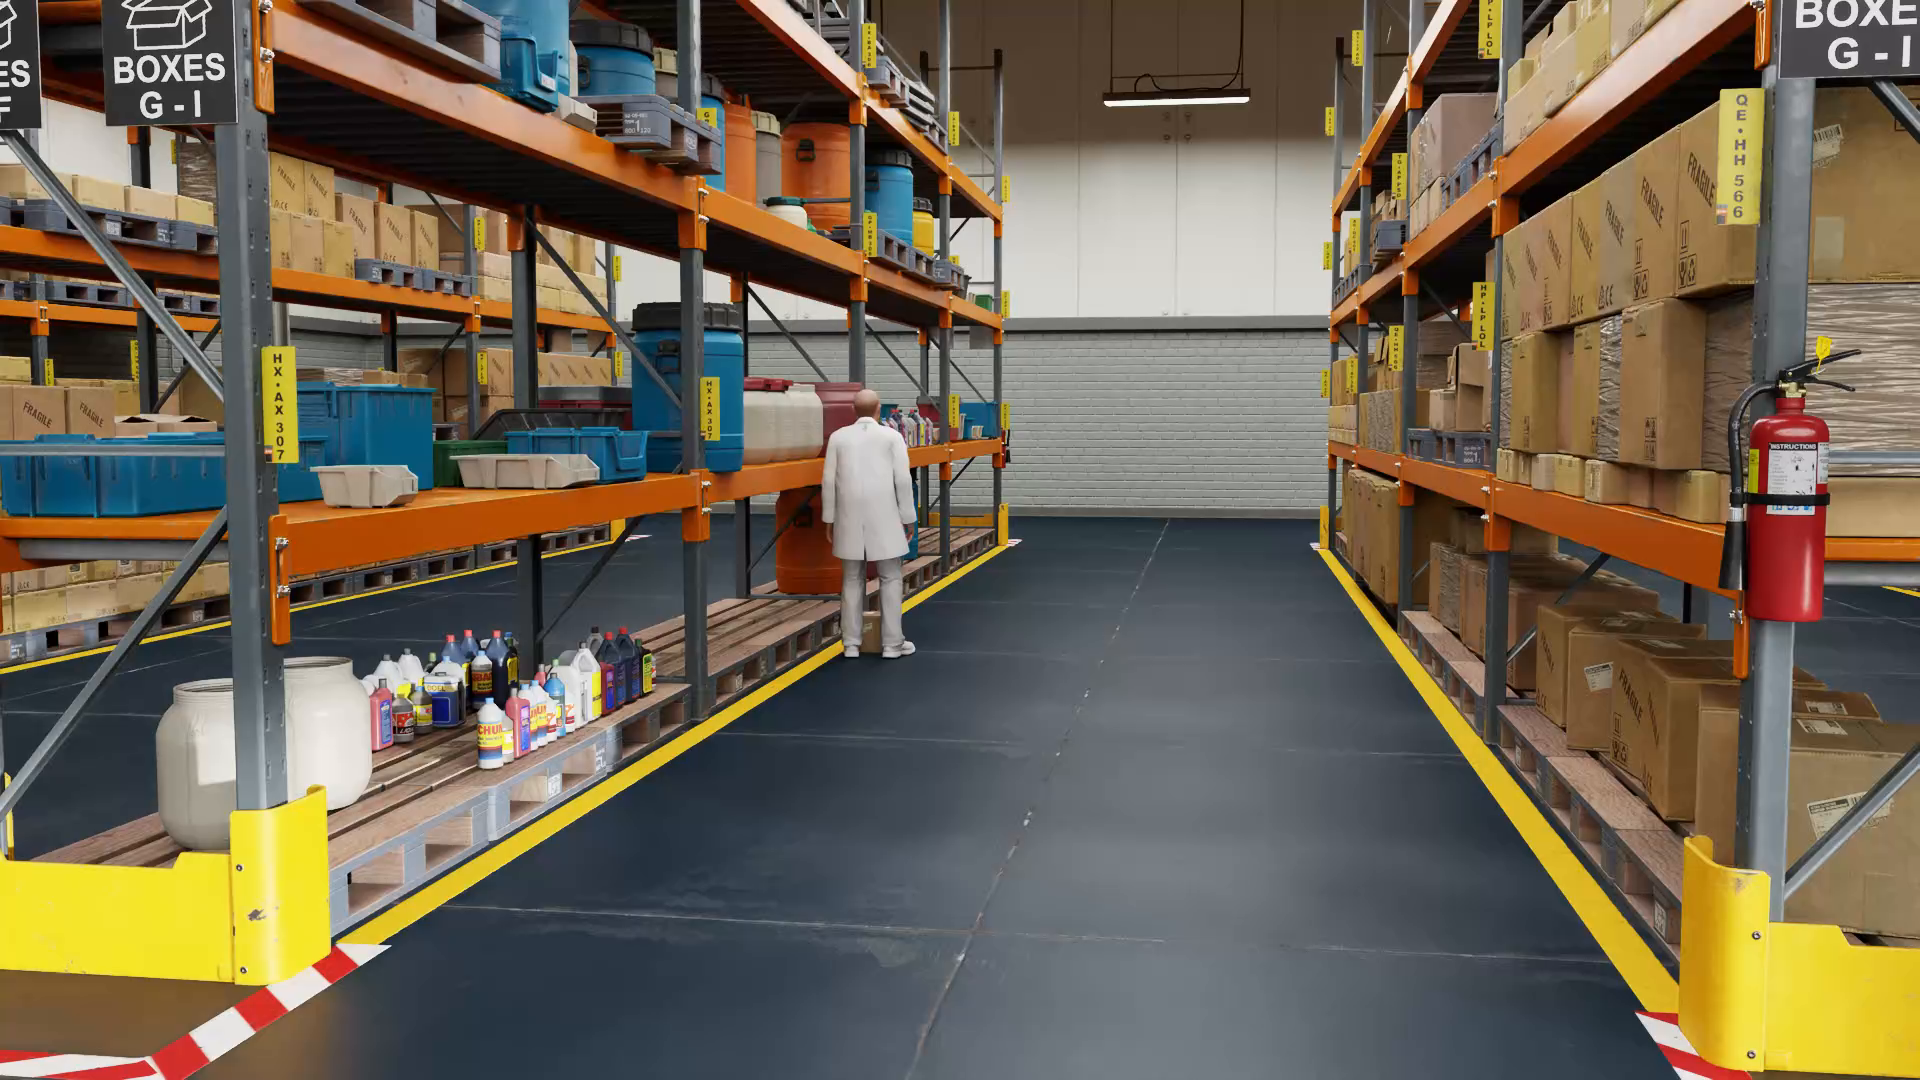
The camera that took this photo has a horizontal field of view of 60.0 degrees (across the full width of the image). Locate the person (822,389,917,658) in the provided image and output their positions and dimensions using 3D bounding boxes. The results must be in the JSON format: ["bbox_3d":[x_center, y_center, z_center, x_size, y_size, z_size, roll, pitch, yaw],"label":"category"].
[{"bbox_3d":[-0.606,-0.113,11.058,0.643,1.774,0.423,1,4,9],"label":"person"}]
